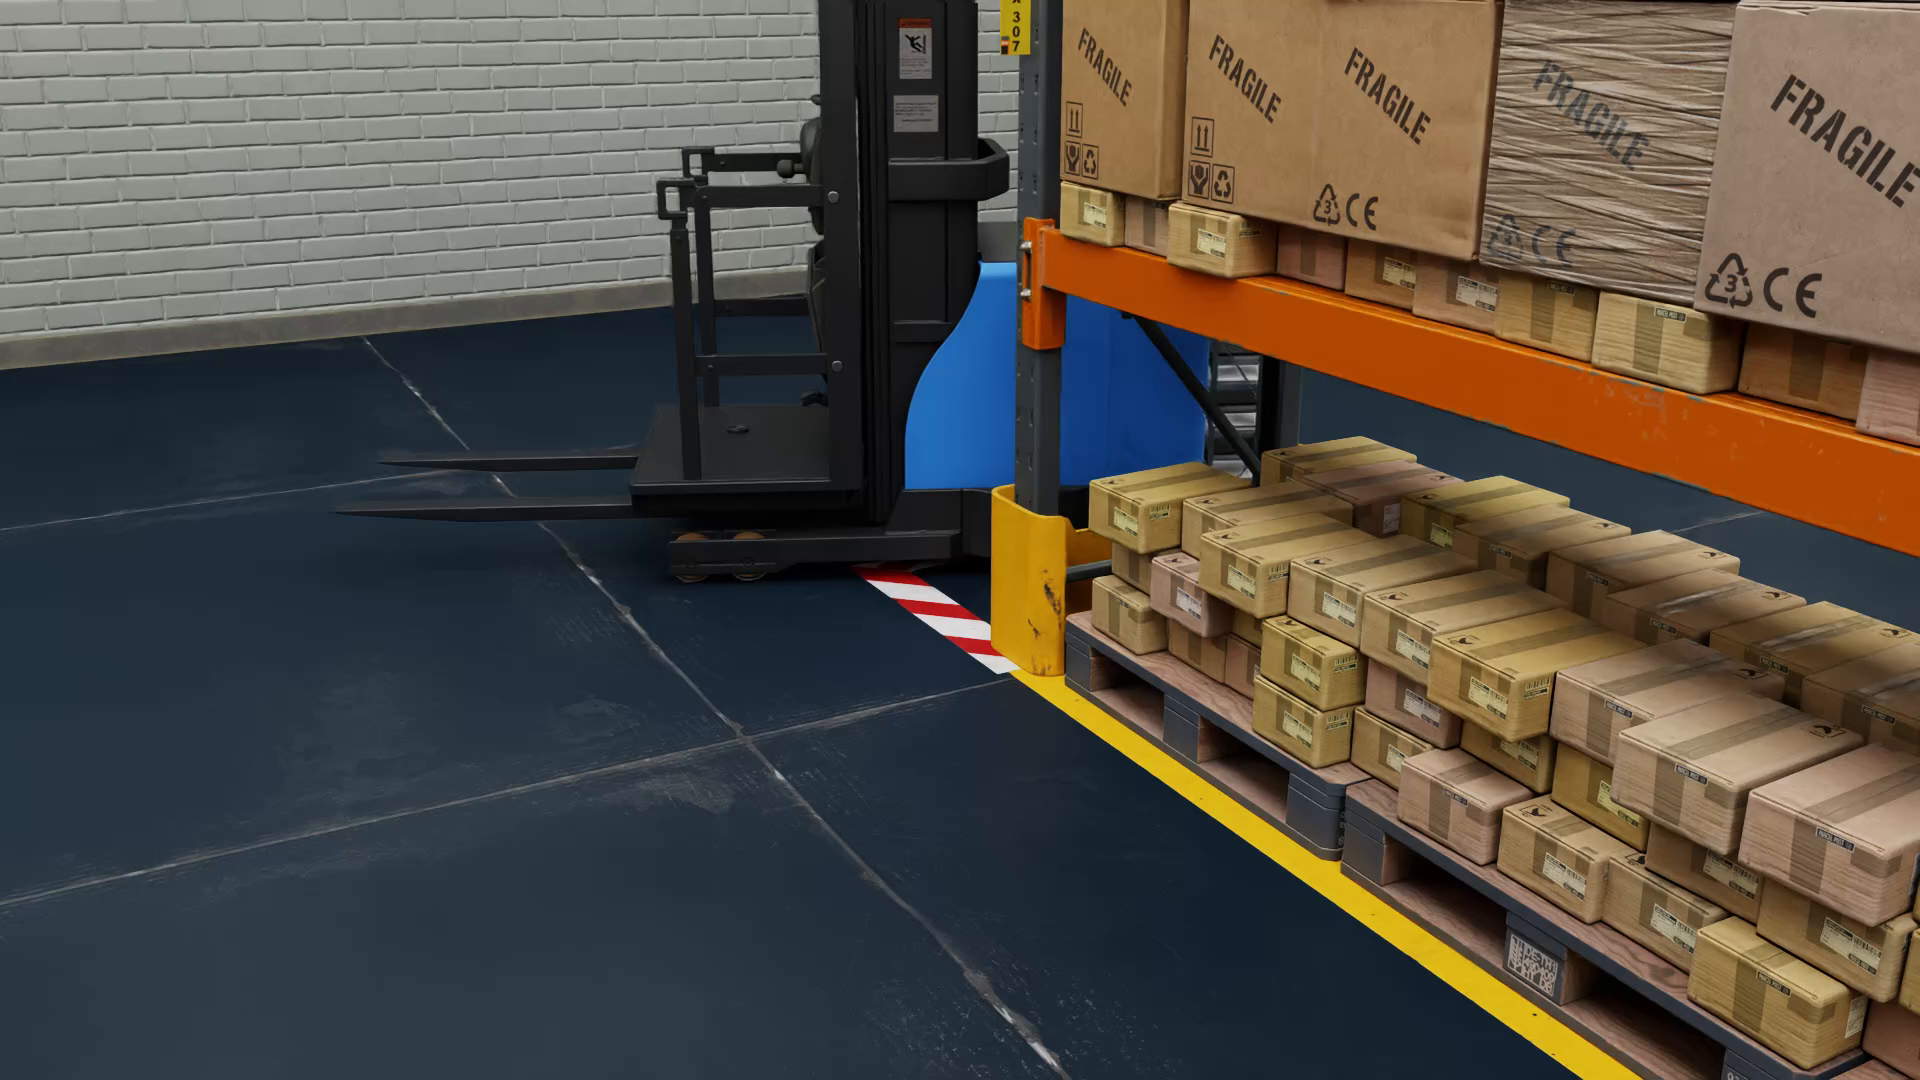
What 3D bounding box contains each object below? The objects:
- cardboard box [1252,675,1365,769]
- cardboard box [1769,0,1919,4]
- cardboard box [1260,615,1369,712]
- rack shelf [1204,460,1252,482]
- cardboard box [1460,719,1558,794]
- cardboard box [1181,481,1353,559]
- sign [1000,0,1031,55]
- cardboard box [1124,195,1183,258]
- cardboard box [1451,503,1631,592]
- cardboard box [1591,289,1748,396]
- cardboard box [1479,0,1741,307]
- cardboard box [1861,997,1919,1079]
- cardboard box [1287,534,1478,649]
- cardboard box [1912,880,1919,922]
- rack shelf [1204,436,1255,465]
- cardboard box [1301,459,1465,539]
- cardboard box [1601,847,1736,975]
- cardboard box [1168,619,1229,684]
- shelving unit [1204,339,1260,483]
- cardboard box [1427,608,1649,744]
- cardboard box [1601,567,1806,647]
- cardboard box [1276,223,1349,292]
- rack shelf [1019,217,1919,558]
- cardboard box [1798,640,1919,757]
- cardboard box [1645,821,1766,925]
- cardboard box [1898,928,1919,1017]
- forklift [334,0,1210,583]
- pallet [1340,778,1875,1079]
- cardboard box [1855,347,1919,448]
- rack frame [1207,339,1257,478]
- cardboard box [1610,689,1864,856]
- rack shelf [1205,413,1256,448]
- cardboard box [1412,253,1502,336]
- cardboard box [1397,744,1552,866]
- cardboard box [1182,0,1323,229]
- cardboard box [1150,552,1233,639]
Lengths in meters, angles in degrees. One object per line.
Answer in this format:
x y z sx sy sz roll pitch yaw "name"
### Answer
0.945 0.408 4.076 0.380 0.149 0.250 -10 21 -26 "cardboard box"
1.590 -1.066 2.480 0.500 0.500 0.500 -9 21 -25 "cardboard box"
0.956 0.269 4.024 0.380 0.149 0.250 -9 21 -25 "cardboard box"
0.992 -0.231 6.075 0.258 0.077 0.200 -2 19 -5 "rack shelf"
1.331 0.402 3.638 0.380 0.149 0.250 -9 21 -24 "cardboard box"
0.819 -0.032 4.442 0.380 0.149 0.250 -10 21 -26 "cardboard box"
0.155 -1.489 4.521 0.100 0.325 0.005 -10 21 -27 "sign"
0.655 -0.835 4.337 0.380 0.149 0.250 -9 21 -25 "cardboard box"
1.477 0.037 4.242 0.380 0.149 0.250 -11 22 -29 "cardboard box"
1.384 -0.380 3.020 0.380 0.149 0.250 -10 21 -26 "cardboard box"
1.348 -0.742 3.075 0.500 0.500 0.500 -11 22 -28 "cardboard box"
1.795 0.826 2.866 0.380 0.149 0.250 -11 22 -28 "cardboard box"
1.016 0.118 4.005 0.380 0.149 0.250 -11 22 -29 "cardboard box"
1.798 0.566 2.706 0.380 0.149 0.250 -9 21 -25 "cardboard box"
0.992 -0.316 6.046 0.258 0.077 0.200 -2 19 -5 "rack shelf"
1.175 -0.102 4.644 0.380 0.149 0.250 -10 21 -26 "cardboard box"
1.489 0.691 3.256 0.380 0.149 0.250 -10 21 -26 "cardboard box"
0.796 0.248 4.542 0.380 0.149 0.250 -10 21 -27 "cardboard box"
0.992 -0.433 6.006 0.258 0.900 0.210 -2 19 -5 "shelving unit"
1.224 0.282 3.531 0.380 0.149 0.250 -10 21 -26 "cardboard box"
1.682 0.198 3.774 0.380 0.149 0.250 -11 22 -28 "cardboard box"
0.979 -0.696 3.935 0.380 0.149 0.250 -9 21 -24 "cardboard box"
1.582 -0.250 3.359 1.077 0.370 4.000 -10 21 -27 "rack shelf"
1.913 0.346 3.346 0.380 0.149 0.250 -11 22 -29 "cardboard box"
1.540 0.564 3.168 0.380 0.149 0.250 -11 22 -29 "cardboard box"
1.787 0.715 2.733 0.380 0.149 0.250 -10 21 -26 "cardboard box"
-0.677 -1.419 5.750 3.031 2.935 1.130 -1 19 -4 "forklift"
1.598 0.765 3.592 1.003 0.211 1.213 -10 21 -27 "pallet"
1.641 -0.237 2.604 0.380 0.149 0.250 -11 22 -29 "cardboard box"
1.002 -0.400 5.910 0.240 0.900 0.006 -2 19 -5 "rack frame"
1.450 0.427 3.109 0.380 0.149 0.250 -11 22 -29 "cardboard box"
0.992 -0.401 6.017 0.258 0.077 0.200 -2 19 -5 "rack shelf"
1.179 -0.539 3.480 0.380 0.149 0.250 -10 22 -28 "cardboard box"
1.191 0.552 3.661 0.380 0.149 0.250 -11 22 -29 "cardboard box"
0.879 -1.030 3.910 0.500 0.500 0.500 -10 21 -27 "cardboard box"
0.735 0.122 4.450 0.380 0.149 0.250 -10 21 -27 "cardboard box"
